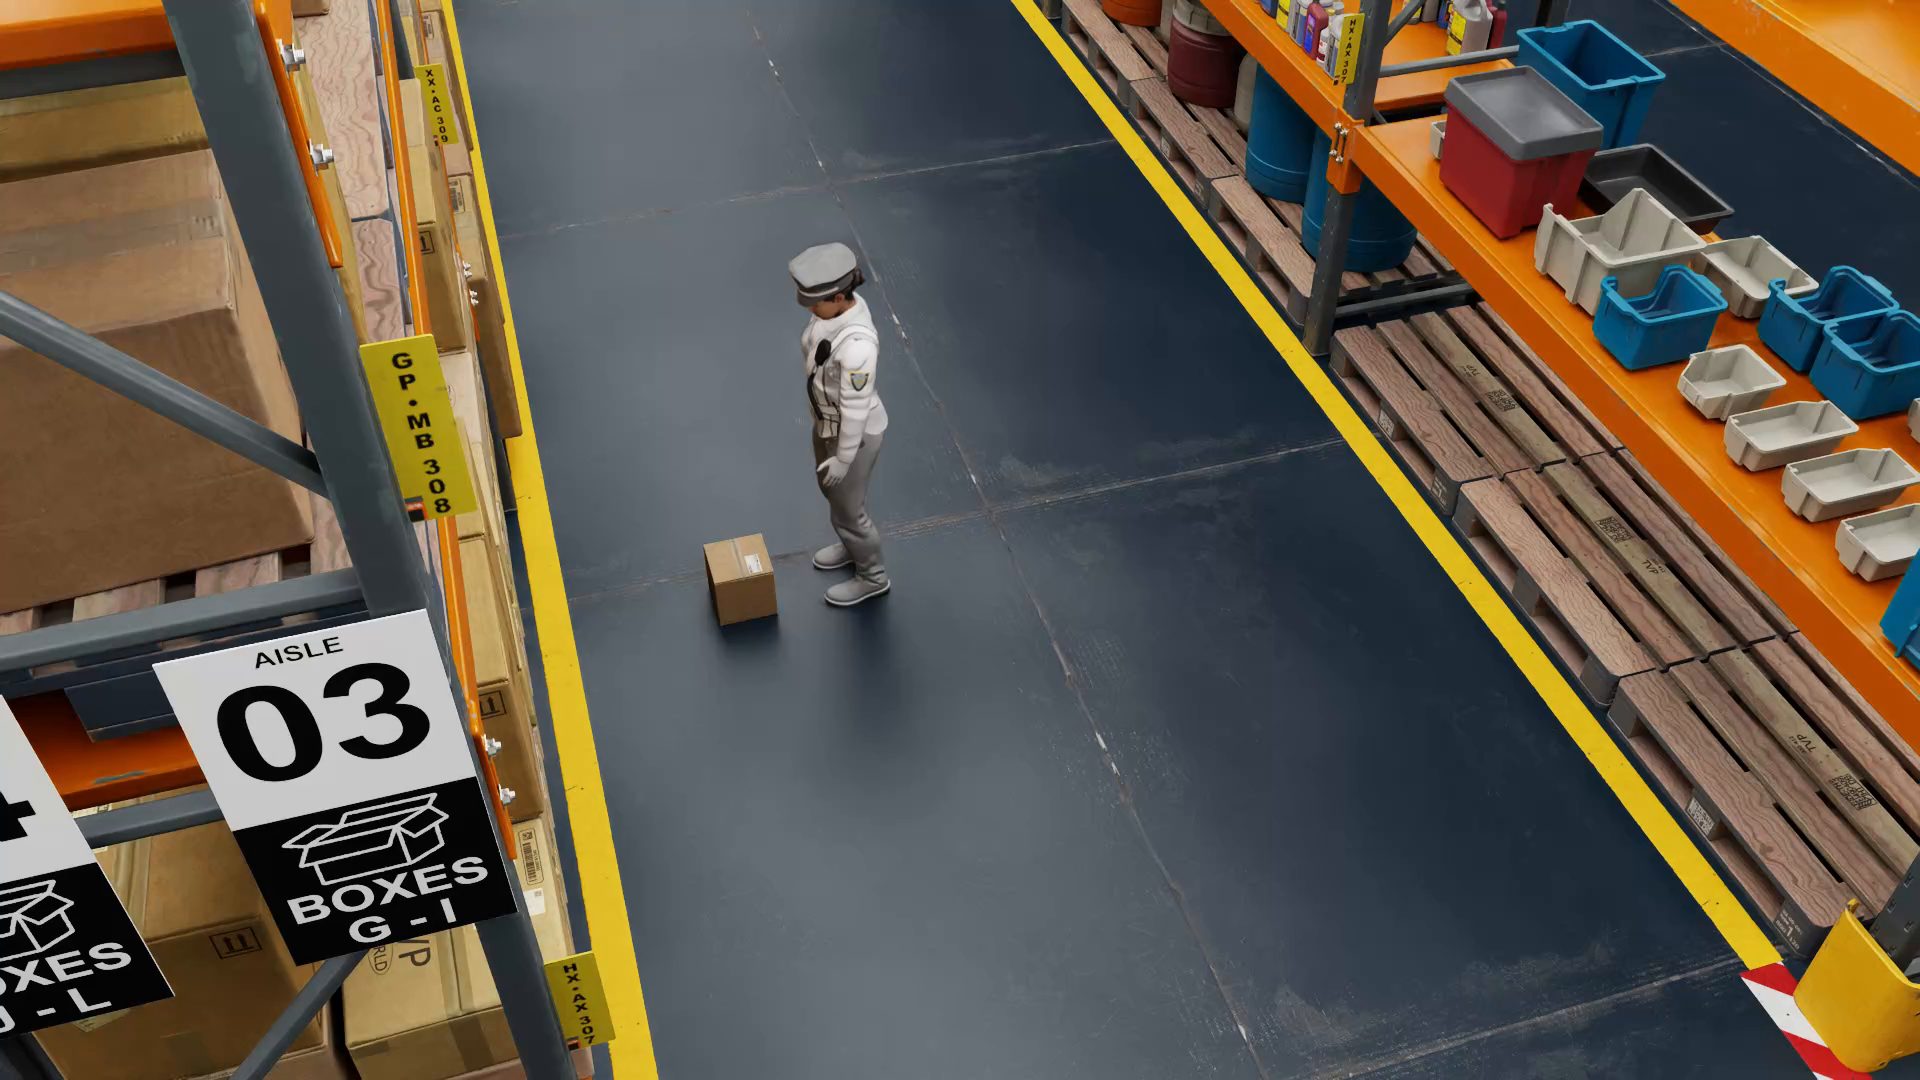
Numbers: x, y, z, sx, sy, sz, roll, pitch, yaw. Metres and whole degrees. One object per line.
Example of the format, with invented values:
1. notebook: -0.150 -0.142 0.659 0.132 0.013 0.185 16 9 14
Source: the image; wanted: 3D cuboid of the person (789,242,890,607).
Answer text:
1. person: -0.460 -0.432 6.642 0.338 1.659 0.476 -11 44 -12
